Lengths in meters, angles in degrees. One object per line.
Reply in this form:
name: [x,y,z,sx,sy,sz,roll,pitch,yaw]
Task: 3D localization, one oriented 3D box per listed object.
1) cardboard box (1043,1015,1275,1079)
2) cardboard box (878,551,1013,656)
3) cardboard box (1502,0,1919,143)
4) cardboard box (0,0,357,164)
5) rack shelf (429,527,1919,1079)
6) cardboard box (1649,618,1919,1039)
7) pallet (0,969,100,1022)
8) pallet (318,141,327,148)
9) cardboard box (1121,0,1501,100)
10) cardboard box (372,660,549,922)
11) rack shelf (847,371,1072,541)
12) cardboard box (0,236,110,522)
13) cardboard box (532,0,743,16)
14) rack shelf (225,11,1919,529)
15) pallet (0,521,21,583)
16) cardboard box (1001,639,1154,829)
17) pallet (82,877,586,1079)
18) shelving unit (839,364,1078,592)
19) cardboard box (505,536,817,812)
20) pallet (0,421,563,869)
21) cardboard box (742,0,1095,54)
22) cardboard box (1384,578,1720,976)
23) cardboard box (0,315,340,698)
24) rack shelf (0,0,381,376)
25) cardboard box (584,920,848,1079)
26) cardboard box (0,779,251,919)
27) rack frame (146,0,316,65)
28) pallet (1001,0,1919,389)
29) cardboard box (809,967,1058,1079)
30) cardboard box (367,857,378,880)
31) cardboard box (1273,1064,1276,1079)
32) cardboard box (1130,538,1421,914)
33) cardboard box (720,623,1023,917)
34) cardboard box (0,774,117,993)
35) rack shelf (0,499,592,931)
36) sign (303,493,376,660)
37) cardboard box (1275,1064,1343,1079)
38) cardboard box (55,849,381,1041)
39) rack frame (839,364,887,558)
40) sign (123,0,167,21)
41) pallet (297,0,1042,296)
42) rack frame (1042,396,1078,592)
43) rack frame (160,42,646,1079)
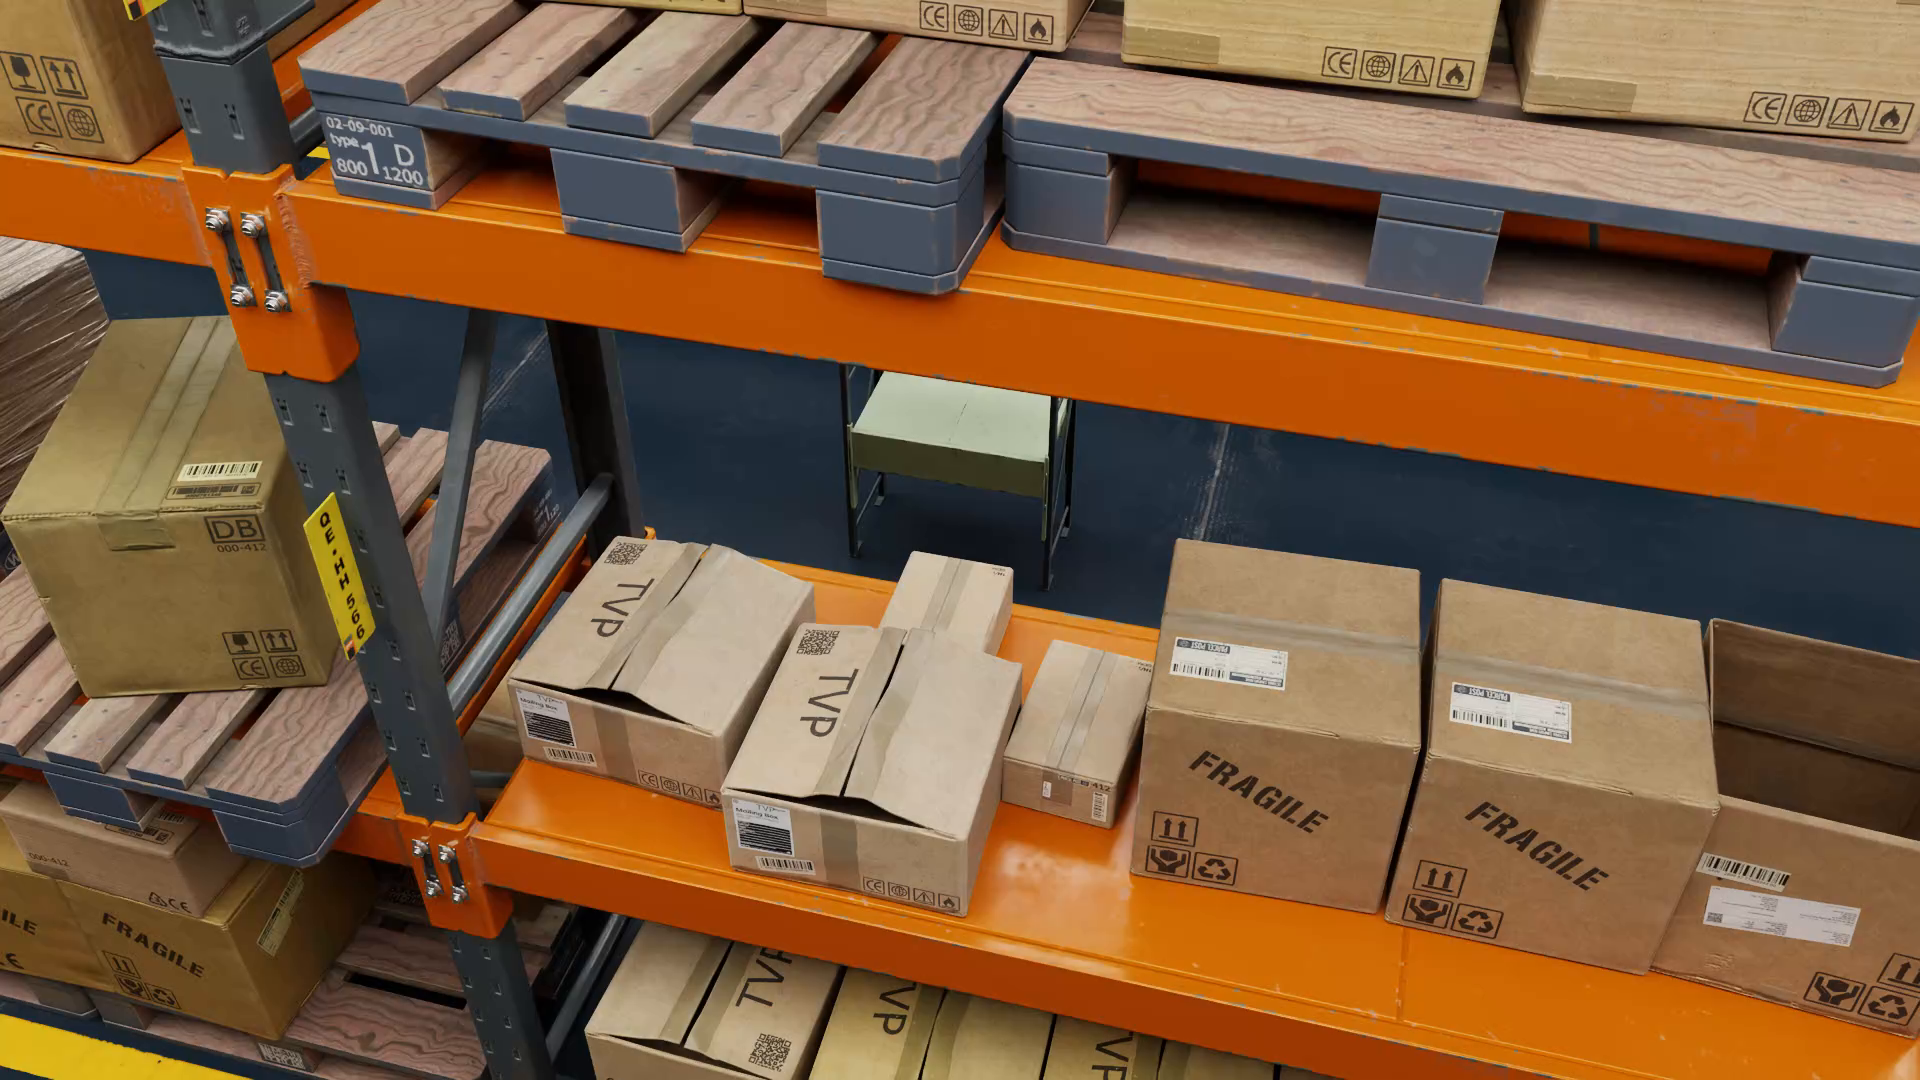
cardboard box: [0.449,1.258,3.796,0.500,0.311,0.500,9,41,10]
cardboard box: [-0.042,0.216,3.855,0.250,0.149,0.380,10,41,11]
cardboard box: [1.050,-0.801,2.329,0.500,0.250,0.500,7,40,8]
cardboard box: [-1.413,-1.096,2.813,0.500,0.500,0.910,10,41,11]
rack shelf: [0.949,0.750,3.584,4.000,0.370,1.077,10,41,11]
cardboard box: [1.635,0.544,3.193,0.500,0.500,0.500,13,42,15]
pallet: [-2.869,0.859,5.064,1.213,0.211,1.003,10,41,11]
pallet: [-2.828,-2.377,8.917,1.213,0.211,1.003,10,41,11]
cardboard box: [0.531,-0.891,2.436,0.500,0.250,0.500,9,41,11]
cardboard box: [-1.348,0.678,4.712,0.500,0.500,0.500,11,41,13]
rack shelf: [0.006,-0.324,5.976,0.720,0.370,0.431,10,41,11]
cardboard box: [-2.454,-0.362,3.944,0.500,0.500,0.700,17,43,20]
cardboard box: [-0.530,-1.069,2.648,0.500,0.250,0.500,7,41,8]
rack shelf: [0.949,-0.398,2.619,4.000,0.370,1.077,10,41,11]
pallet: [-2.862,-0.105,4.191,1.213,0.211,1.003,10,41,11]
cardboard box: [0.264,0.416,3.618,0.250,0.149,0.380,13,42,15]
pallet: [-1.694,1.063,4.821,1.213,0.211,1.003,10,41,11]
shelving unit: [0.006,-0.573,5.766,0.755,1.500,0.431,10,41,11]
cardboard box: [-0.643,0.264,3.672,0.500,0.311,0.500,12,42,14]
pallet: [-1.656,0.147,3.892,1.003,0.211,1.213,10,41,11]
cardboard box: [-0.019,-0.993,2.558,0.500,0.250,0.500,11,41,13]
cardboard box: [1.151,0.460,3.292,0.500,0.500,0.500,10,41,11]
cardboard box: [-1.620,-0.091,3.622,0.500,0.500,0.700,-3,40,-3]
rack shelf: [-2.915,-1.063,3.411,4.000,0.370,1.077,10,41,11]
cardboard box: [-0.553,1.089,3.996,0.500,0.311,0.500,11,41,13]
cardboard box: [-2.002,0.628,4.189,0.500,0.250,0.500,11,41,13]
rack frame: [-0.983,-2.155,1.819,0.127,3.000,1.000,10,41,11]
pallet: [0.777,-0.693,2.557,1.213,0.211,1.003,12,41,13]
cardboard box: [-0.043,1.171,3.898,0.500,0.311,0.500,9,41,10]
cardboard box: [-1.856,0.594,4.811,0.500,0.500,0.500,8,41,10]
cardboard box: [0.932,1.555,3.877,0.500,0.250,0.500,11,41,12]
cardboard box: [0.642,0.373,3.396,0.500,0.500,0.500,8,41,9]
cardboard box: [-0.169,0.446,3.456,0.500,0.311,0.500,9,41,11]
cardboard box: [-2.447,0.835,4.525,0.500,0.500,0.500,8,41,10]
rack shelf: [-2.915,0.085,4.375,4.000,0.370,1.077,10,41,11]
sign: [-1.114,0.068,2.998,0.005,0.325,0.100,10,41,11]
cardboard box: [0.946,1.343,3.694,0.500,0.311,0.500,9,41,11]
cardboard box: [-1.947,0.922,4.422,0.500,0.500,0.500,11,41,13]
rack frame: [-0.347,-0.634,5.839,0.023,1.500,0.400,10,41,11]
sign: [-1.125,-0.867,2.216,0.005,0.325,0.100,10,41,11]
pallet: [-0.304,-0.877,2.776,1.003,0.211,1.213,12,41,13]
rack frame: [0.360,-0.512,5.694,0.023,1.500,0.400,10,41,11]
rack frame: [-0.983,0.142,3.748,0.127,3.000,1.000,10,41,11]
